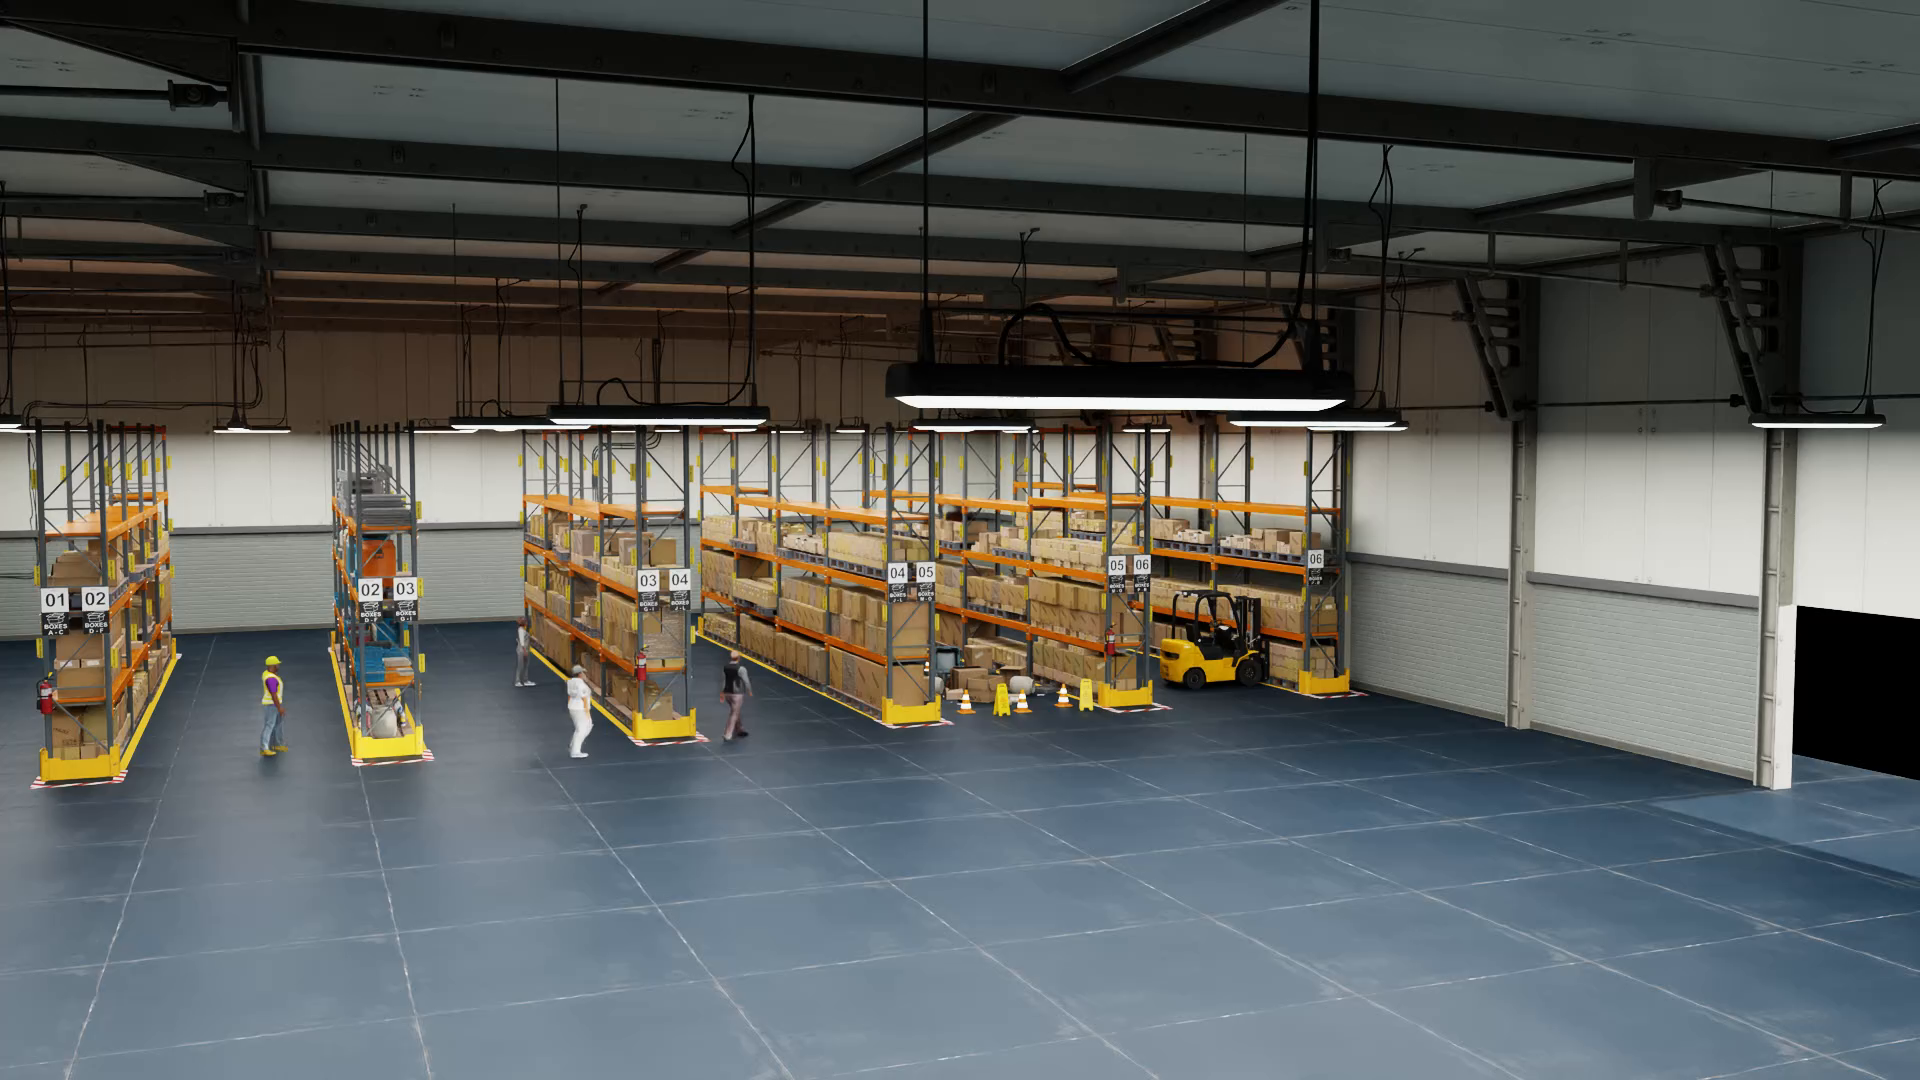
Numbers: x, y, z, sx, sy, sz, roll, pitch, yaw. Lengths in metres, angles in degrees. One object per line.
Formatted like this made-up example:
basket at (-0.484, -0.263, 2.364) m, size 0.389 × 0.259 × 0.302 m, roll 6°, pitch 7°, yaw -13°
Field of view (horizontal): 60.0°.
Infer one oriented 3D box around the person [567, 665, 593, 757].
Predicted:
person at (-6.726, 3.046, 29.548) m, size 0.459 × 1.676 × 0.496 m, roll -1°, pitch 4°, yaw -23°

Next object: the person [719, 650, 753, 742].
person at (-4.171, 2.911, 31.292) m, size 0.548 × 1.689 × 0.876 m, roll 3°, pitch 5°, yaw 39°

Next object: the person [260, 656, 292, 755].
person at (-12.348, 2.985, 29.945) m, size 0.497 × 1.805 × 0.673 m, roll -1°, pitch 4°, yaw -15°

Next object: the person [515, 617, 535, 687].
person at (-9.986, 2.552, 38.018) m, size 0.384 × 1.594 × 0.460 m, roll 0°, pitch 4°, yaw 8°
